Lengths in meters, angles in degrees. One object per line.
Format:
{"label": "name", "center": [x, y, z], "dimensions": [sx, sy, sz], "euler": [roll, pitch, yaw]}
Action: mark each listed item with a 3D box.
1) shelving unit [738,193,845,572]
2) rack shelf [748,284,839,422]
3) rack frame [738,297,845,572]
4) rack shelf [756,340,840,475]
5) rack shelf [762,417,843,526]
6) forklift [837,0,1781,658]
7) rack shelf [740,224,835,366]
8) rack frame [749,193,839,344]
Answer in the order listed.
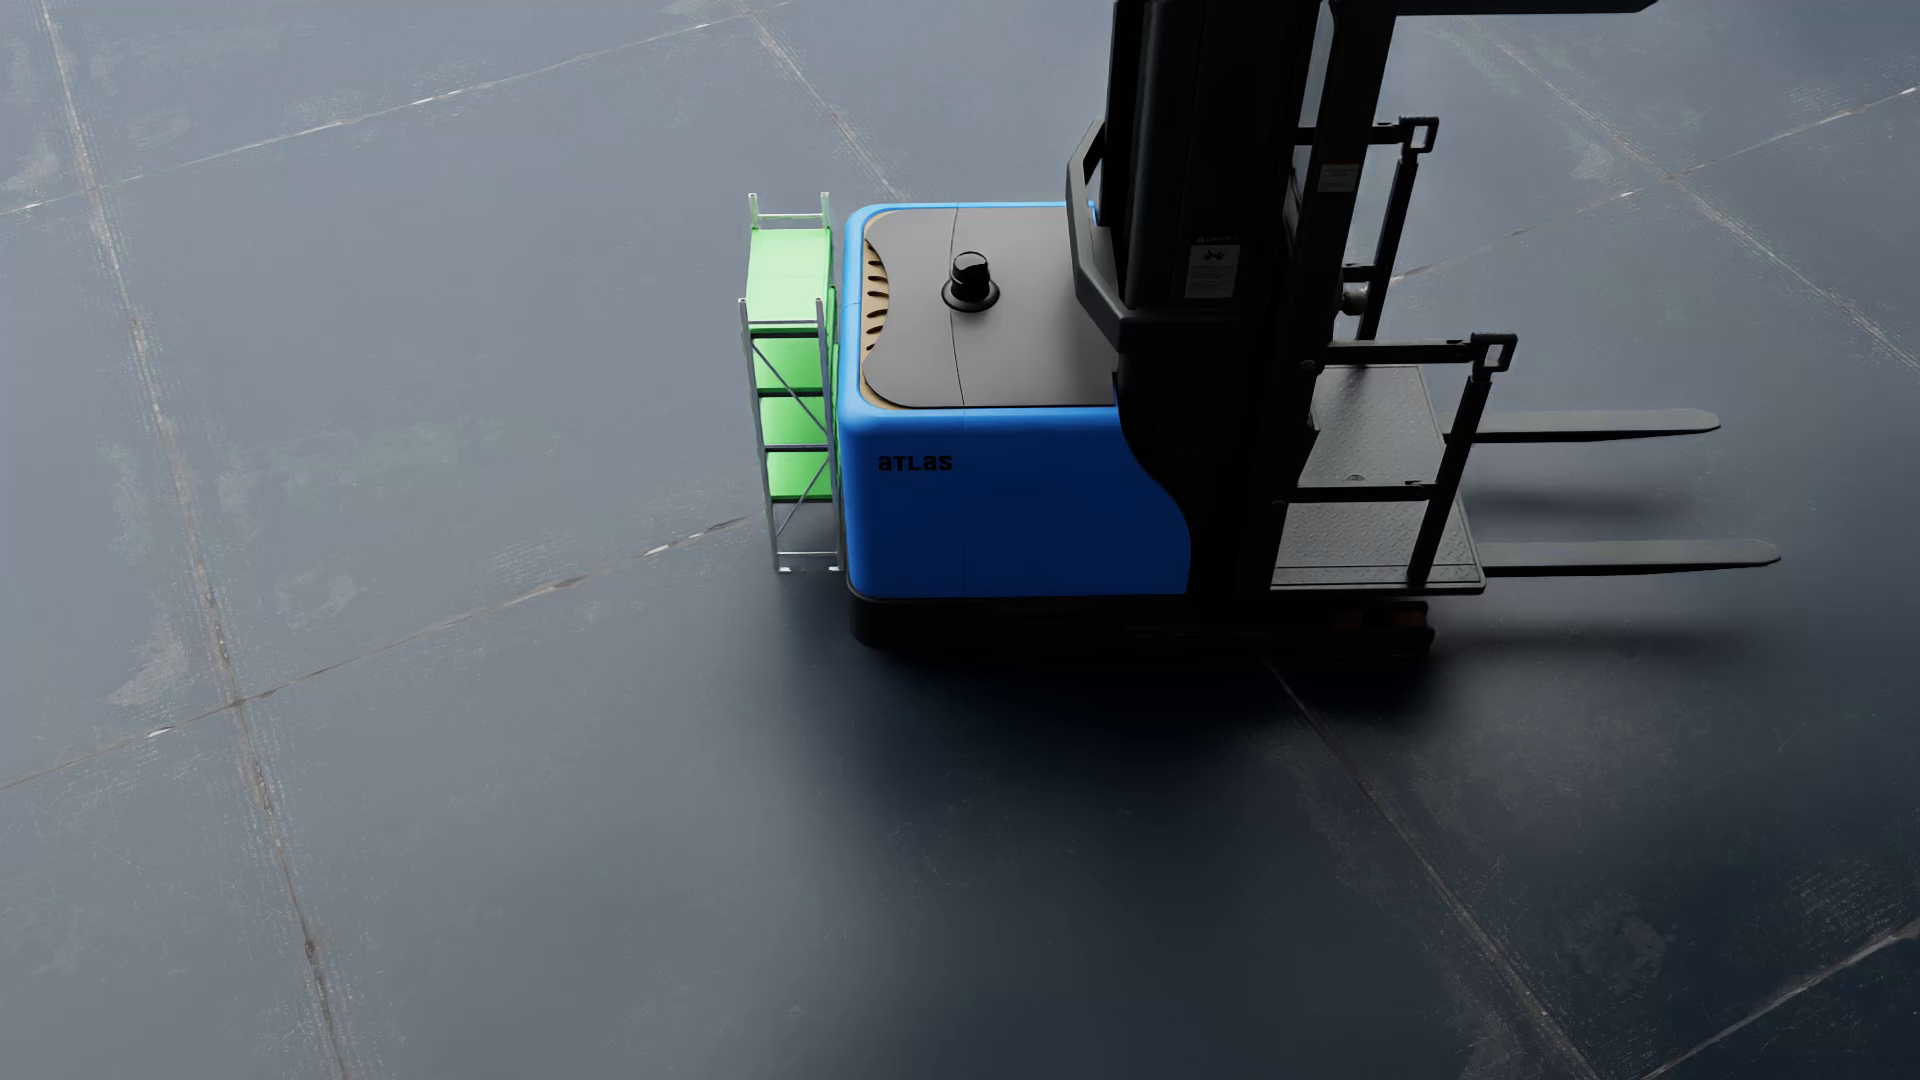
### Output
{"label": "shelving unit", "center": [-0.518, -0.476, 5.369], "dimensions": [0.258, 1.200, 0.503], "euler": [-1, 49, -1]}
{"label": "rack shelf", "center": [-0.518, -0.592, 5.237], "dimensions": [0.258, 0.148, 0.480], "euler": [-1, 49, -1]}
{"label": "rack frame", "center": [-0.513, -0.292, 5.209], "dimensions": [0.240, 1.200, 0.015], "euler": [-1, 49, -1]}
{"label": "rack shelf", "center": [-0.518, -0.434, 5.417], "dimensions": [0.258, 0.148, 0.480], "euler": [-1, 49, -1]}
{"label": "rack shelf", "center": [-0.518, -0.276, 5.598], "dimensions": [0.258, 0.148, 0.480], "euler": [-1, 49, -1]}
{"label": "forklift", "center": [1.147, -0.983, 4.663], "dimensions": [3.031, 2.935, 1.130], "euler": [-1, 49, -1]}
{"label": "rack shelf", "center": [-0.518, -0.750, 5.056], "dimensions": [0.258, 0.148, 0.480], "euler": [-1, 49, -1]}
{"label": "rack frame", "center": [-0.523, -0.660, 5.530], "dimensions": [0.240, 1.200, 0.015], "euler": [-1, 49, -1]}
